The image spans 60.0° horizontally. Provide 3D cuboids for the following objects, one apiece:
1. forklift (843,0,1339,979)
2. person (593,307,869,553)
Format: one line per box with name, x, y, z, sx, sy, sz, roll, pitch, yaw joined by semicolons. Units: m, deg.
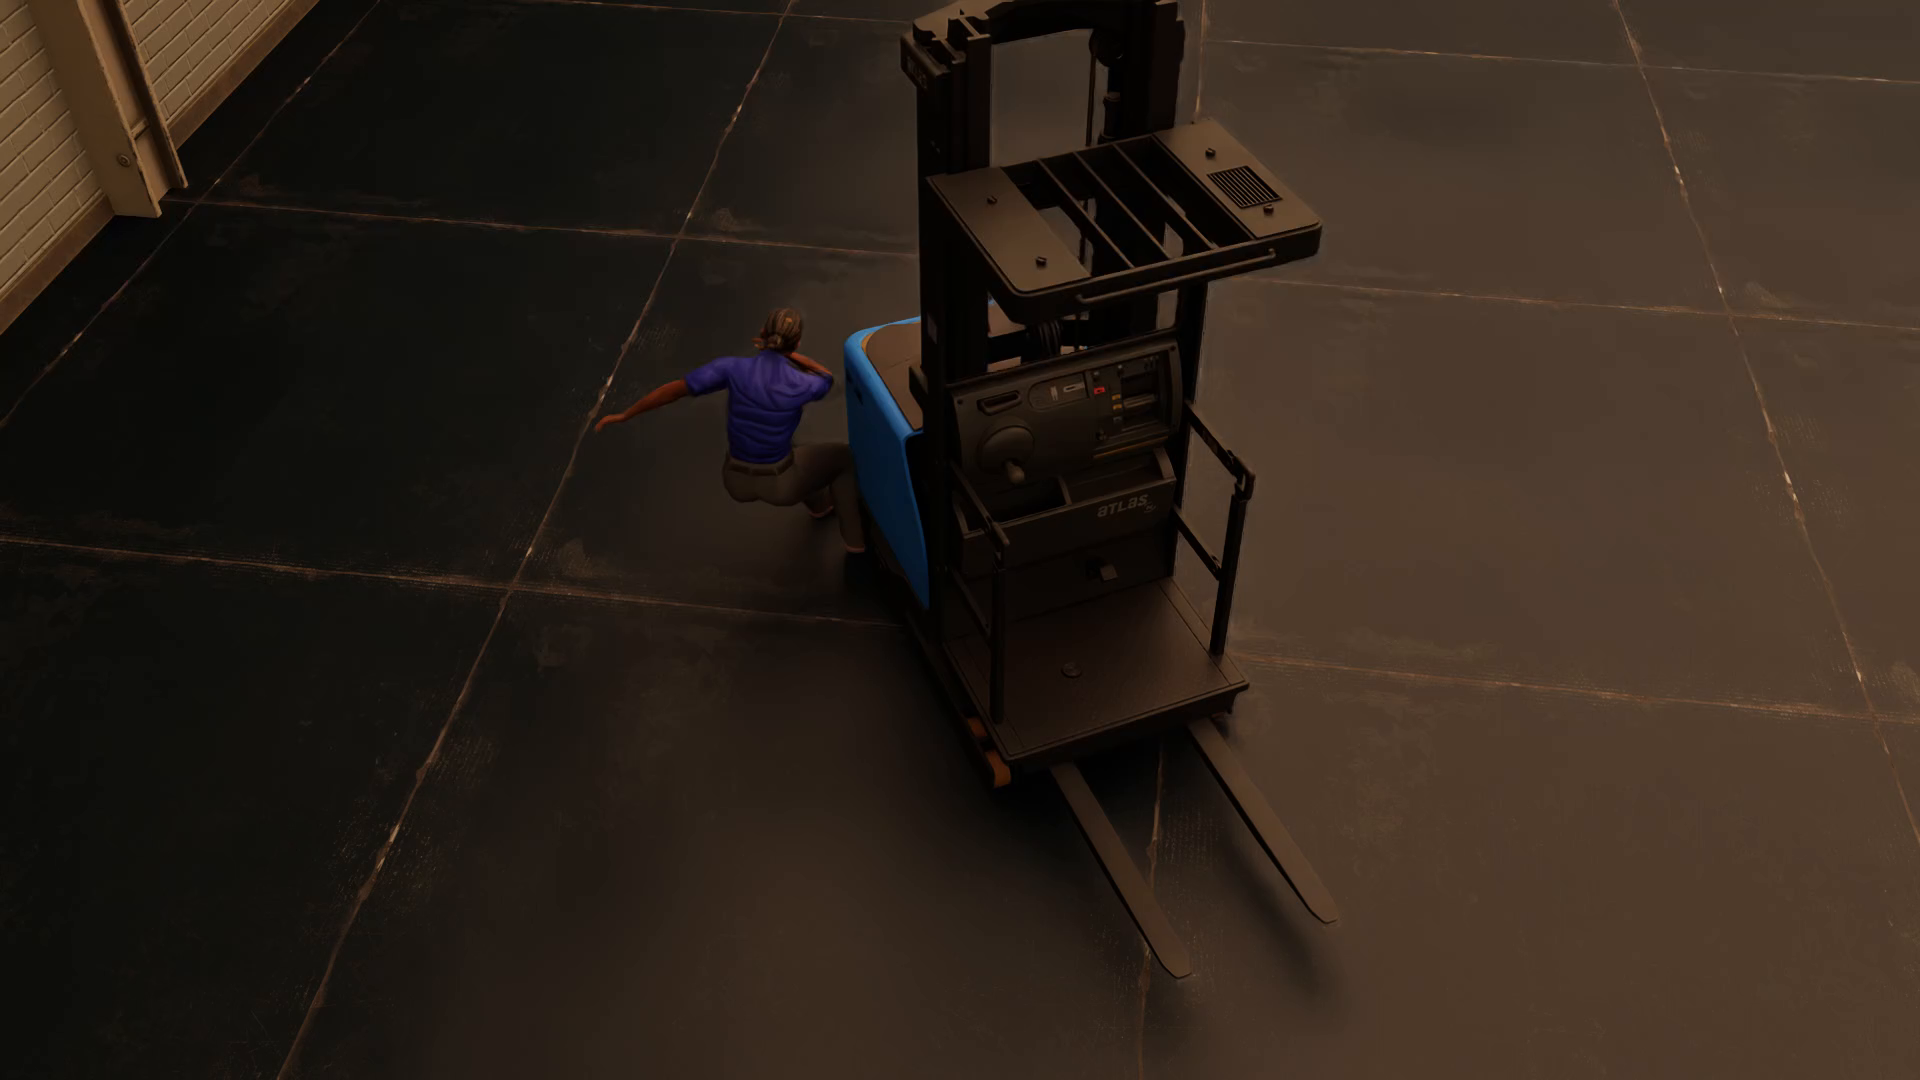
forklift;0.500;-0.397;6.157;1.130;2.935;3.031;-16;45;-16
person;-0.918;-0.473;7.461;1.125;1.365;0.895;10;44;11
